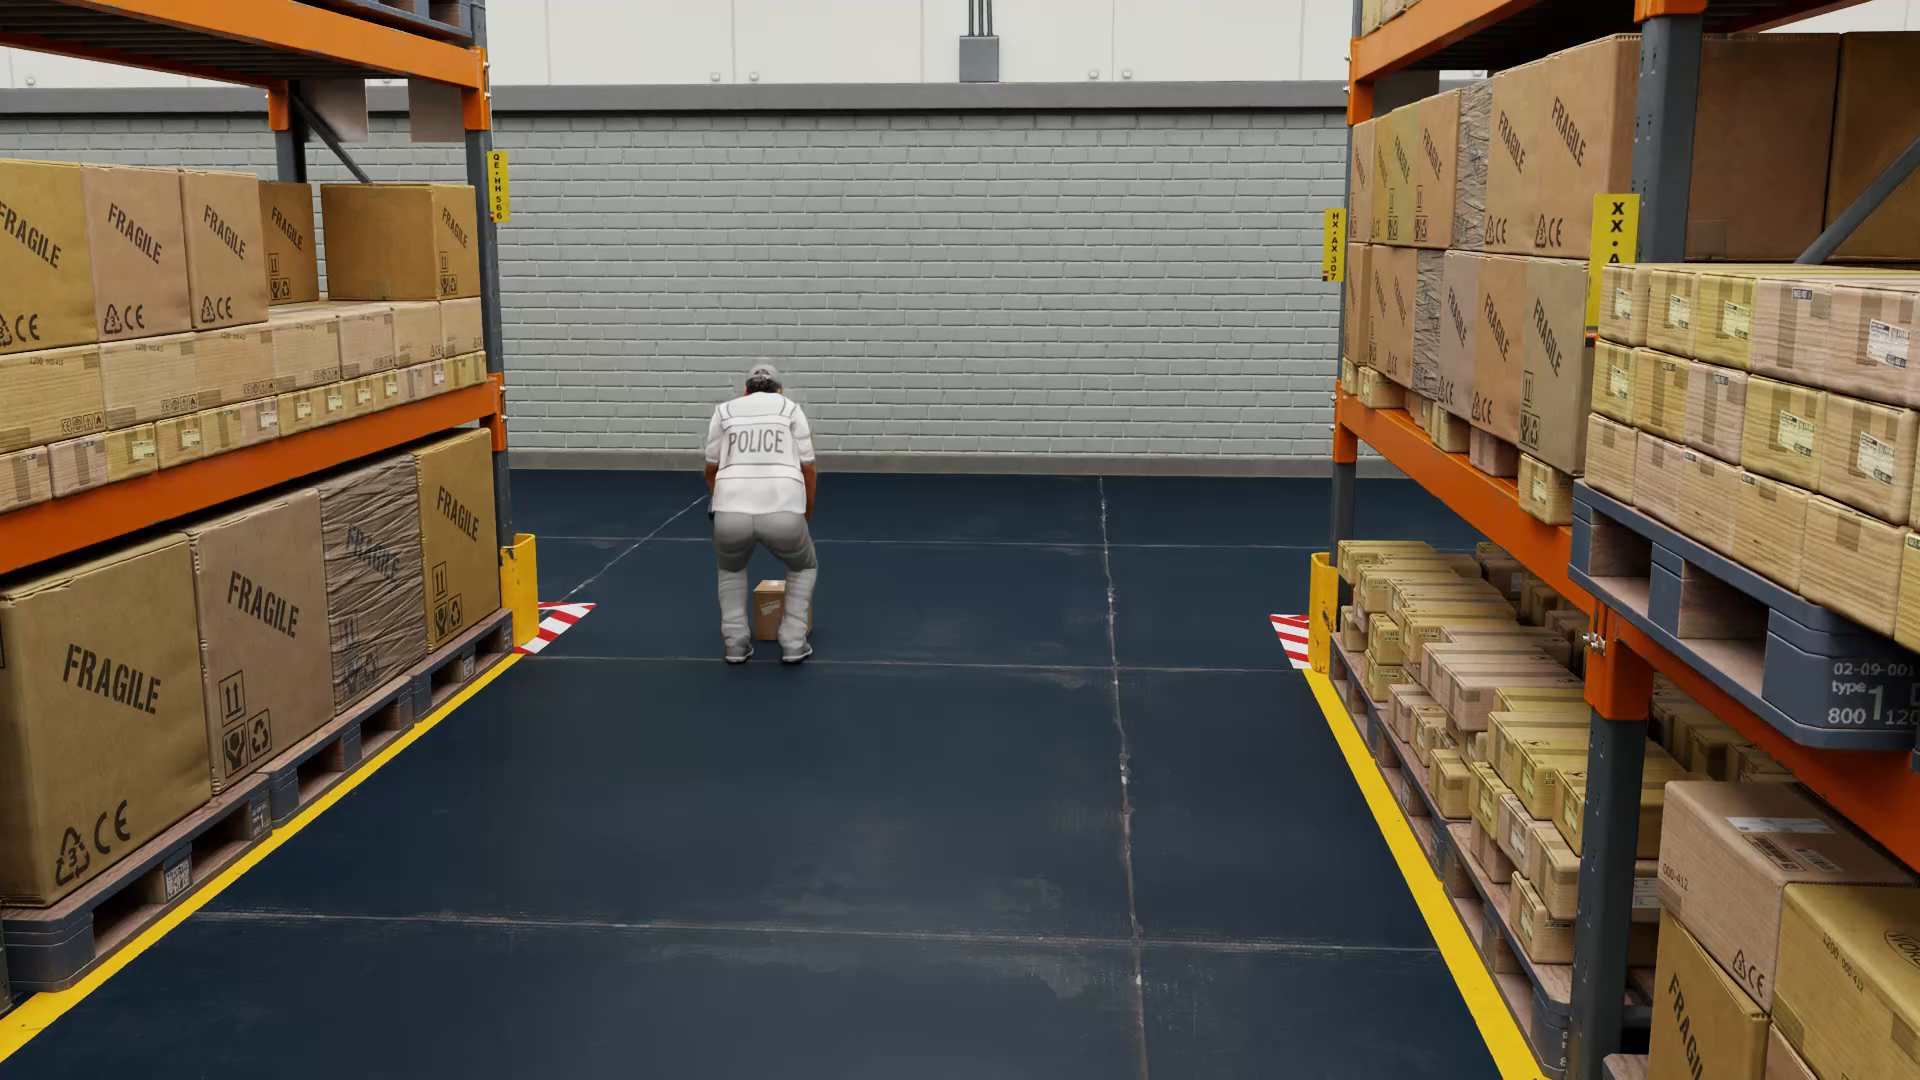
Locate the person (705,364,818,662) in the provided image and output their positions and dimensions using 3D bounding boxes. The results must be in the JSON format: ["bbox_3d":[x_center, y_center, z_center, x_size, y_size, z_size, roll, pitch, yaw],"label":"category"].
[{"bbox_3d":[-0.950,-0.118,7.827,0.534,1.379,0.728,1,11,4],"label":"person"}]
